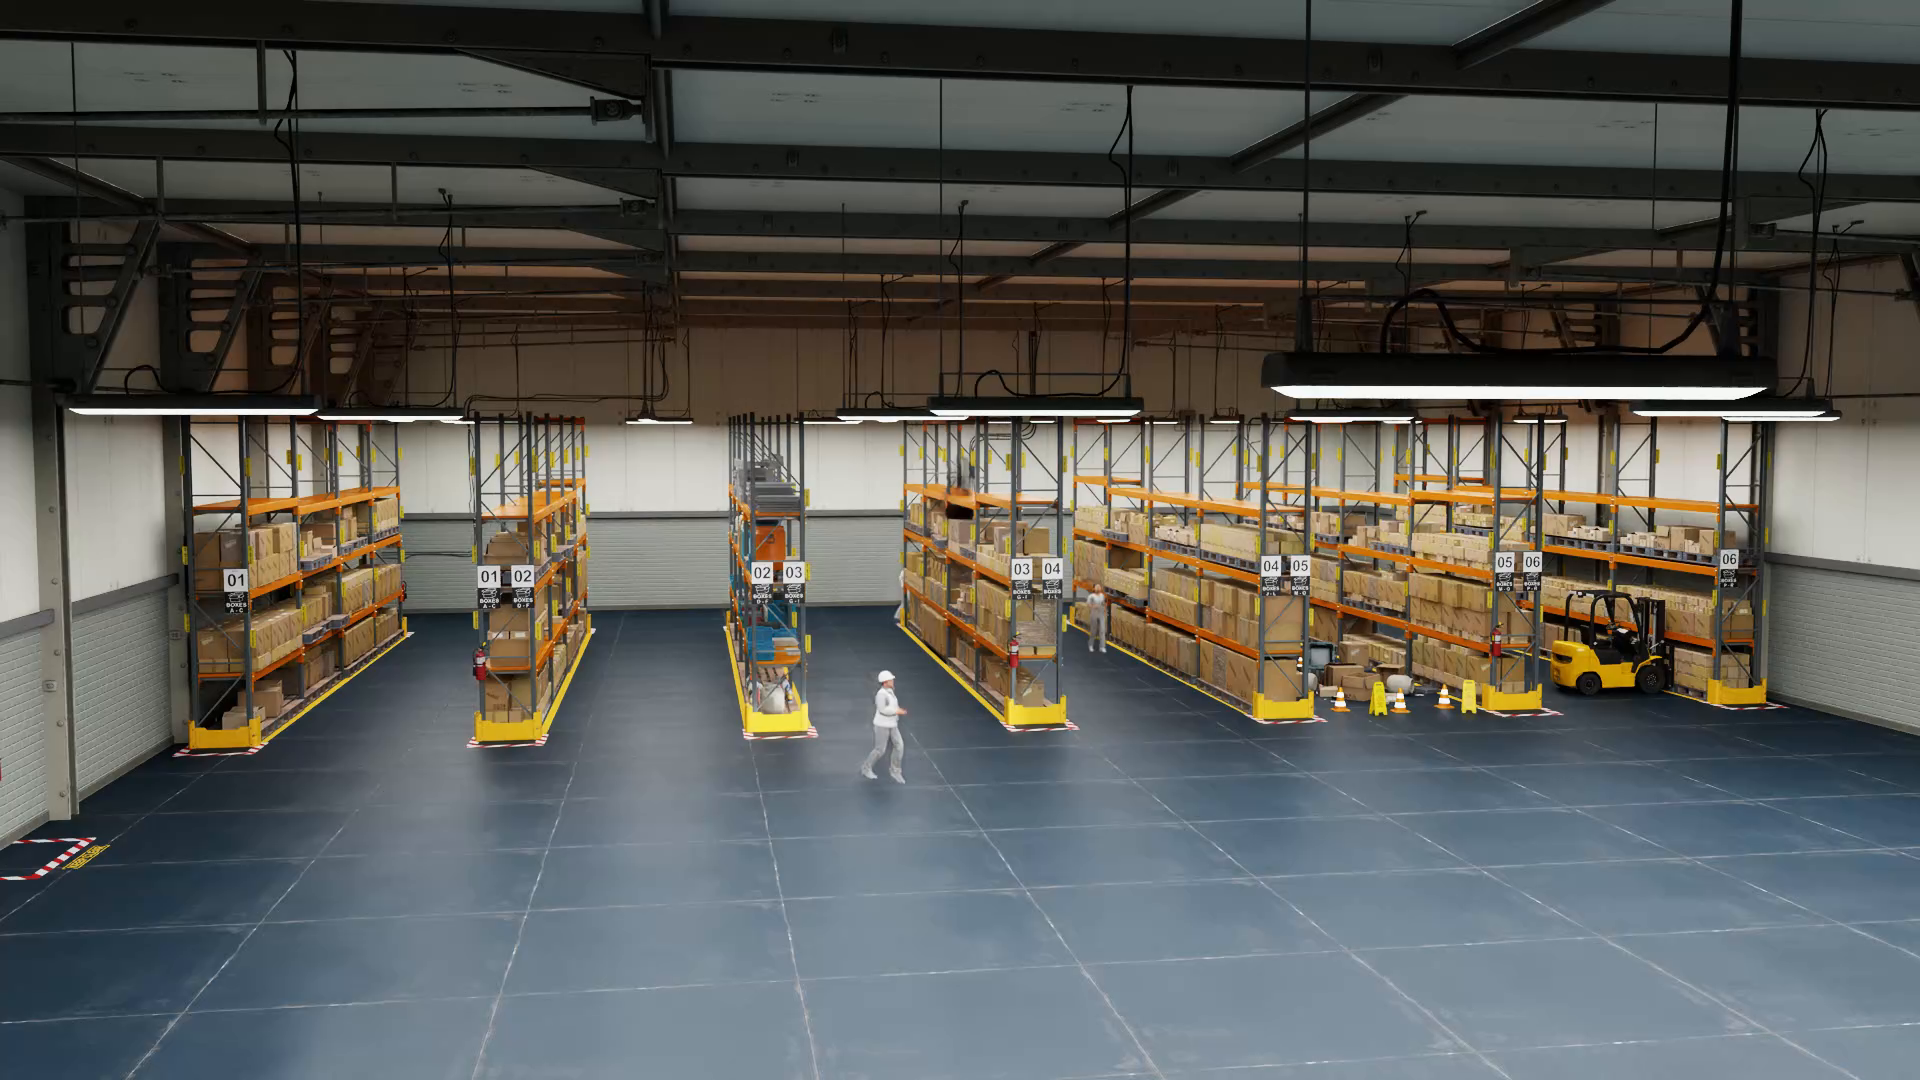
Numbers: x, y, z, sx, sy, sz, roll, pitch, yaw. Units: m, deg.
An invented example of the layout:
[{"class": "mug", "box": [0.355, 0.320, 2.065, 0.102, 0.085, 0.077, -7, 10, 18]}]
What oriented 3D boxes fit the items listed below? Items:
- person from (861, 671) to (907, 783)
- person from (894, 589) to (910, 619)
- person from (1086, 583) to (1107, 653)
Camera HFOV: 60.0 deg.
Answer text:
[{"class": "person", "box": [-1.208, 3.025, 26.787, 0.784, 1.851, 0.666, 1, 4, 18]}, {"class": "person", "box": [-1.533, 1.516, 48.974, 0.818, 1.793, 0.646, 0, 4, -7]}, {"class": "person", "box": [3.302, 1.868, 39.894, 0.571, 1.695, 0.908, -1, 4, -18]}]
